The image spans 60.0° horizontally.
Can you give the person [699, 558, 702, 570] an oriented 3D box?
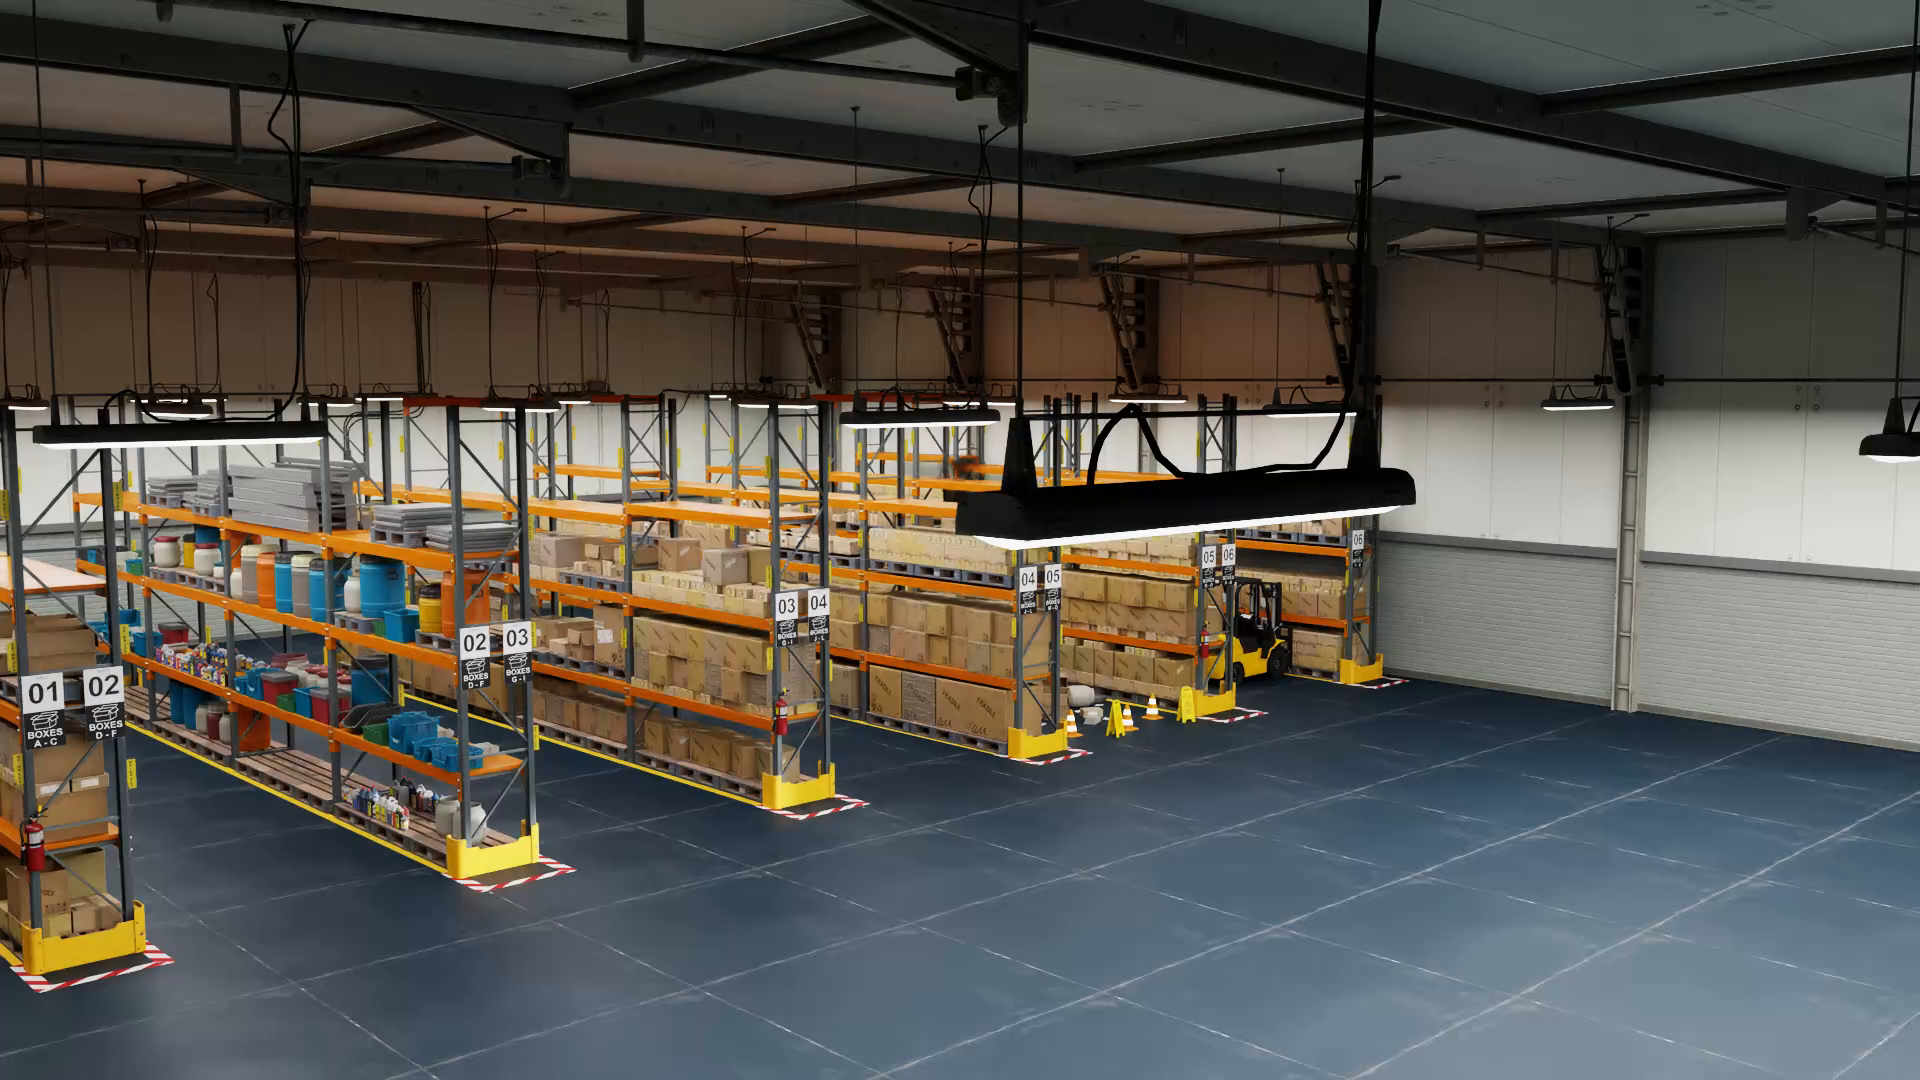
[{"bbox_3d":[-6.748,1.238,44.214,0.700,1.738,0.895,2,6,16],"label":"person"}]
